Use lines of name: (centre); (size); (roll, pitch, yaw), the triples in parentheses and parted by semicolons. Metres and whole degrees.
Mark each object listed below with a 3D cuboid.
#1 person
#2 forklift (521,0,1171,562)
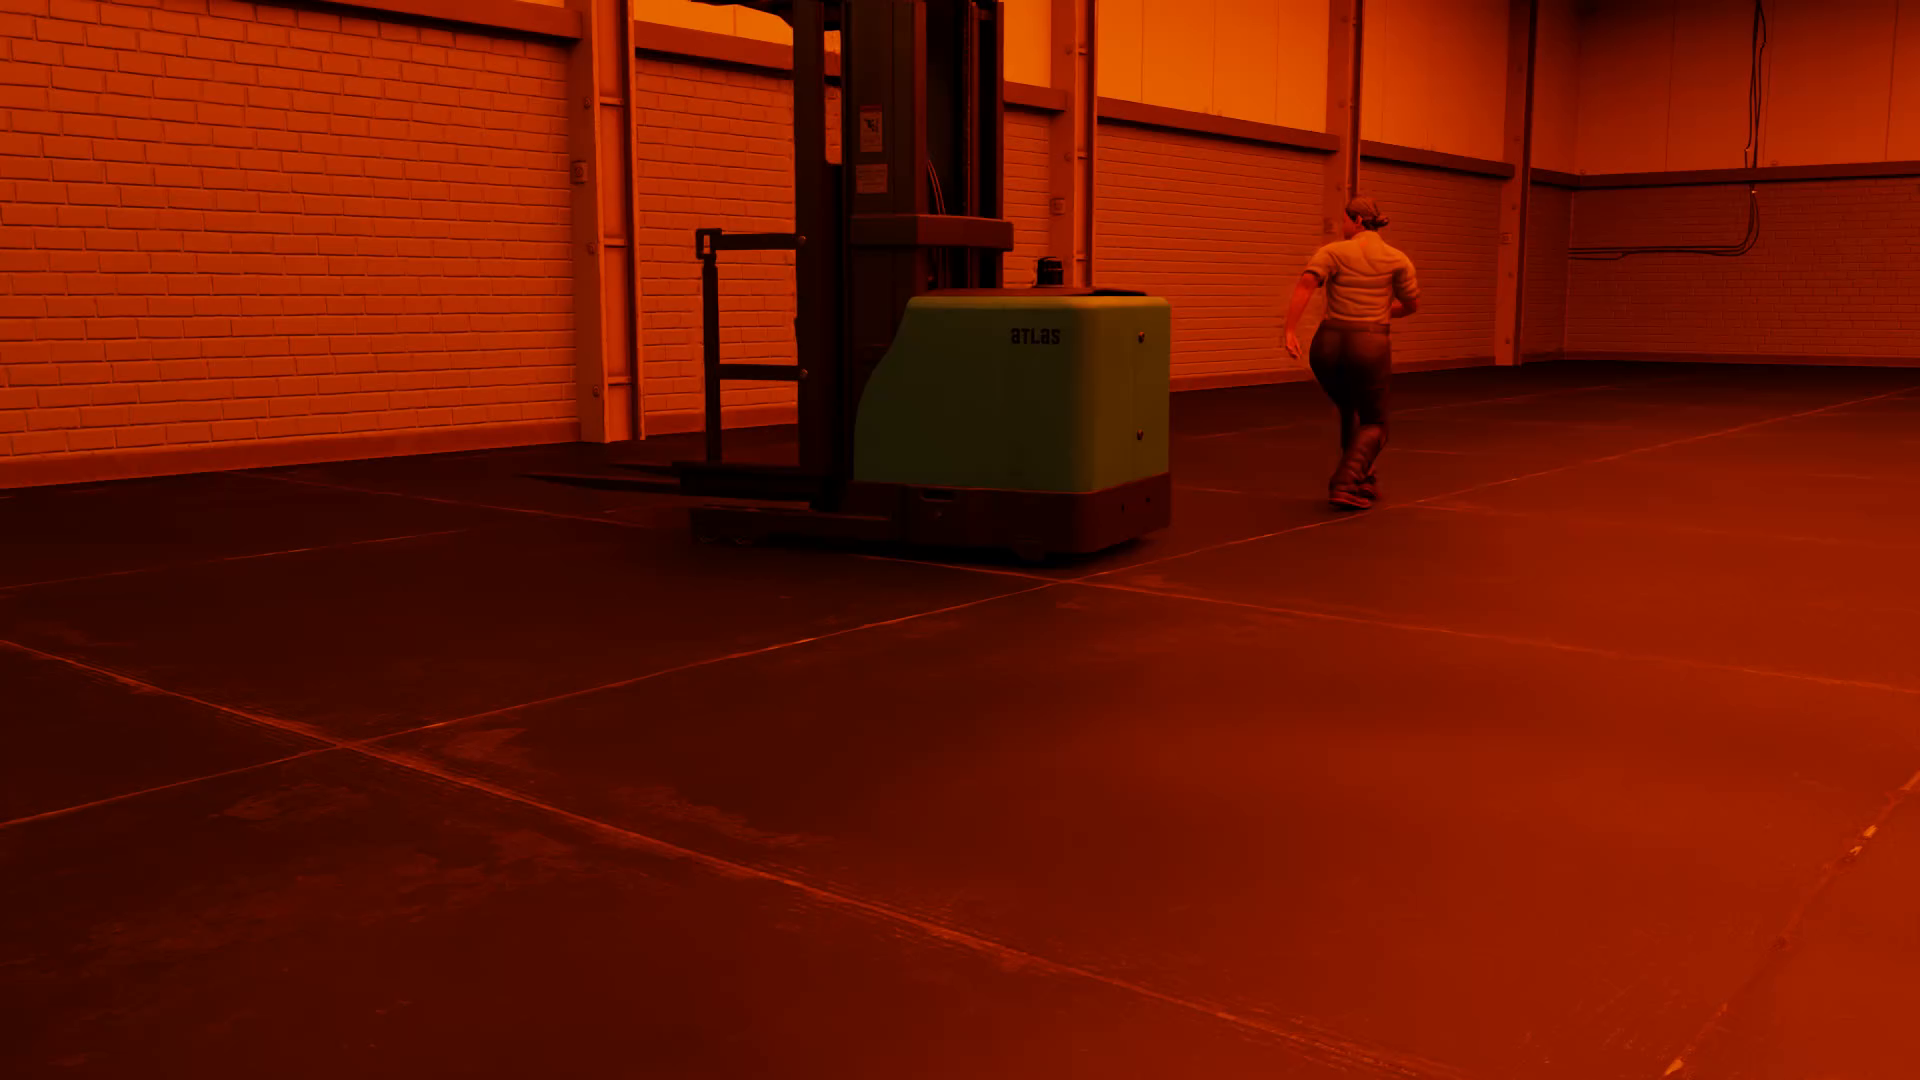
person: (2.053, -0.940, 8.539); (0.518, 1.631, 0.851); (6, 10, 35)
forklift: (-0.618, -1.487, 7.445); (3.031, 2.935, 1.130); (4, 9, 27)
